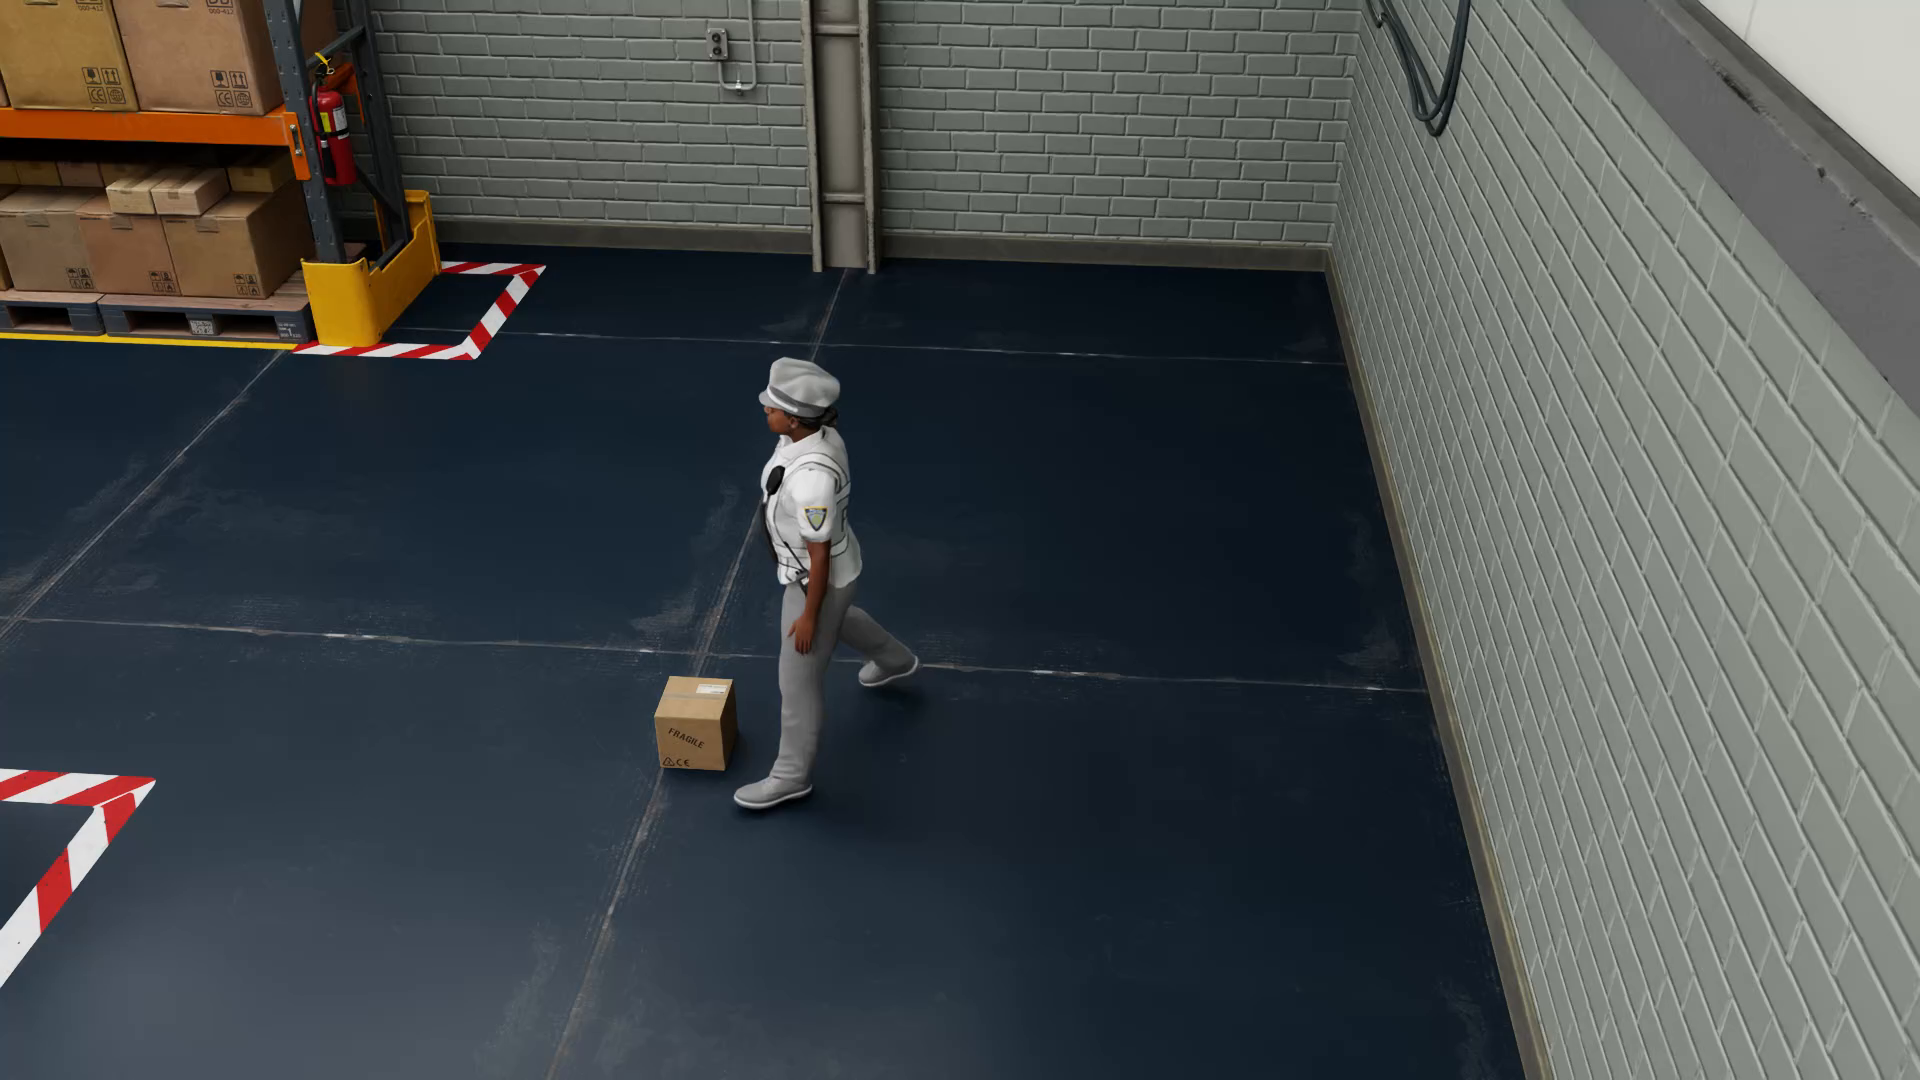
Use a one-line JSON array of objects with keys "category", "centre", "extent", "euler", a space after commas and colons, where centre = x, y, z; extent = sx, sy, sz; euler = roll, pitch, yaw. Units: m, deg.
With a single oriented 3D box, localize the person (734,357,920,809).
[{"category": "person", "centre": [-0.496, 0.076, 5.981], "extent": [0.724, 1.671, 0.763], "euler": [-3, 32, -4]}]
